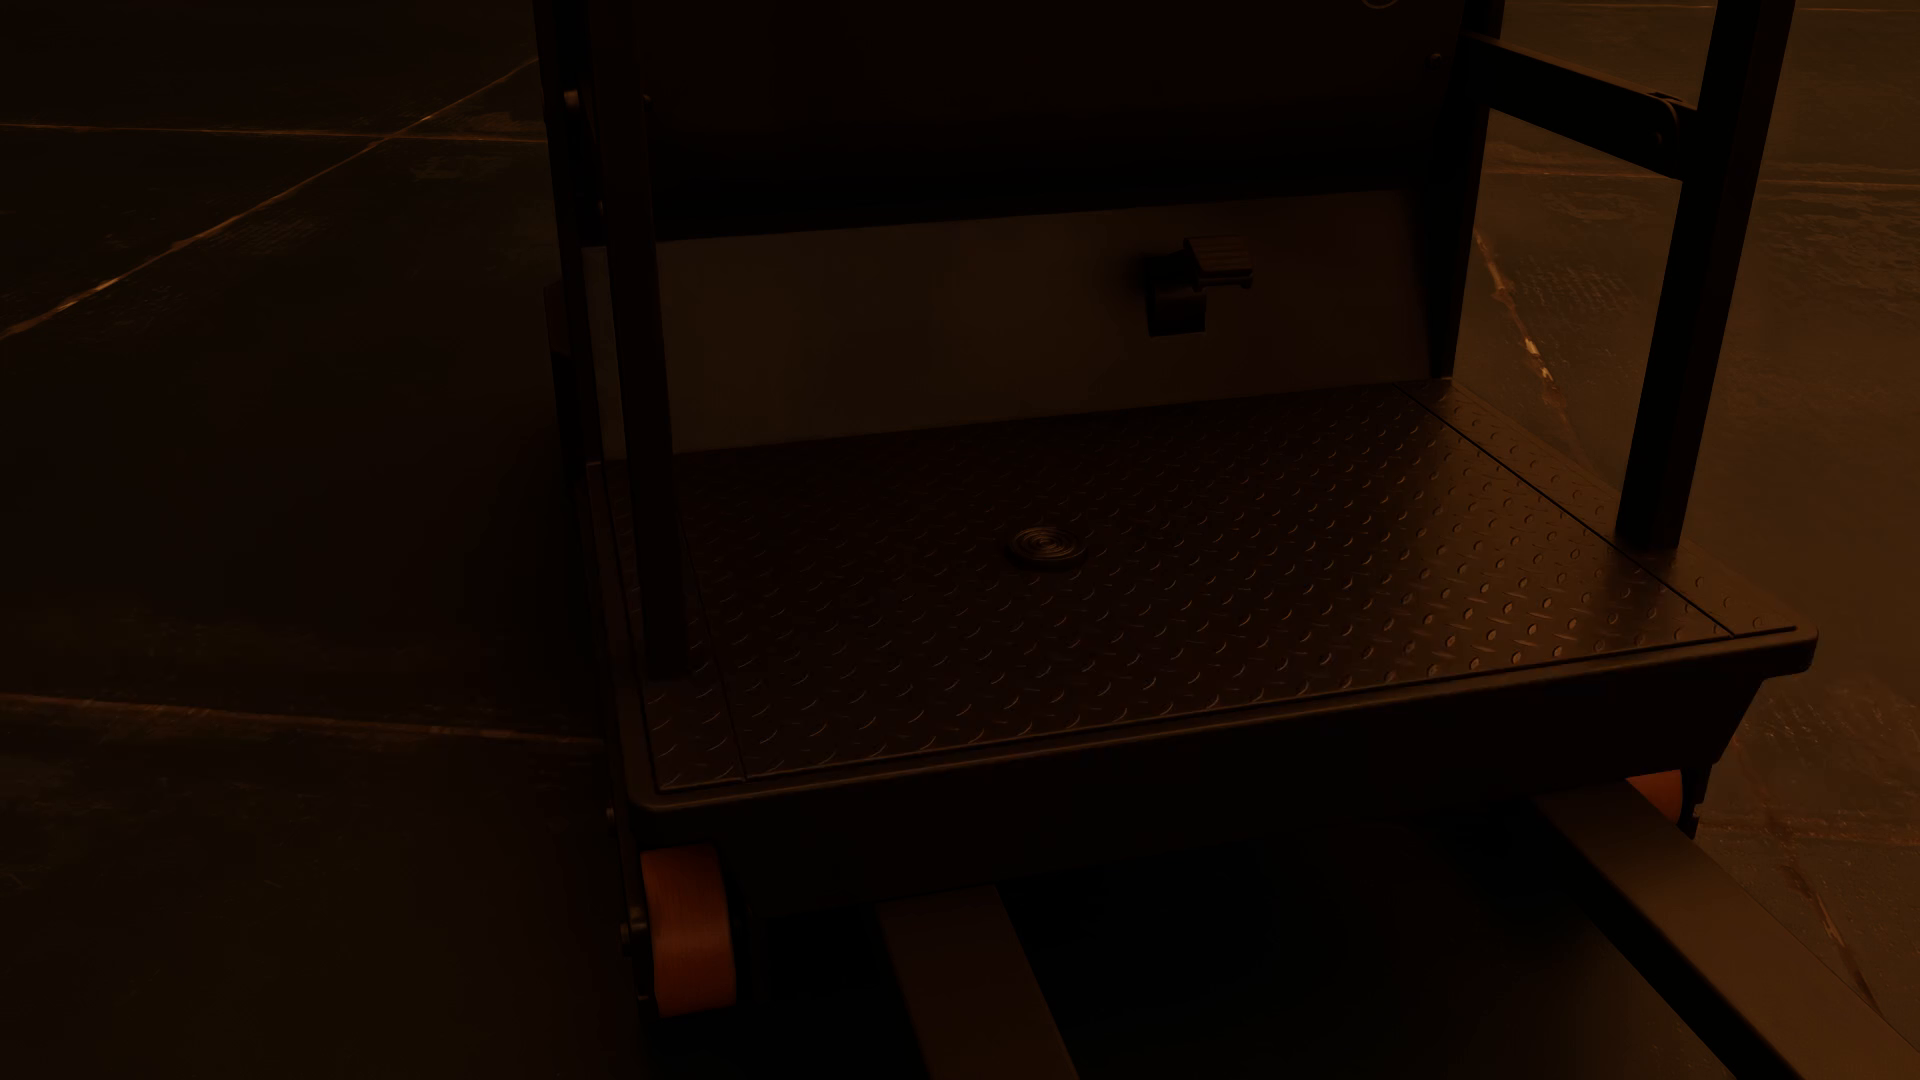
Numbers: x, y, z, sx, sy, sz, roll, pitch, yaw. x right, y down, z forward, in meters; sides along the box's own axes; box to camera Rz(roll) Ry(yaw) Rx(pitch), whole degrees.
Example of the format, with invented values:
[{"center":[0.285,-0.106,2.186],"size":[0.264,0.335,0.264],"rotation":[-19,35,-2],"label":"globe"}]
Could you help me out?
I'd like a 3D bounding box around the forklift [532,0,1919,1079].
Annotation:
[{"center":[0.153,-1.049,1.319],"size":[1.130,2.935,3.031],"rotation":[-7,27,-13],"label":"forklift"}]
